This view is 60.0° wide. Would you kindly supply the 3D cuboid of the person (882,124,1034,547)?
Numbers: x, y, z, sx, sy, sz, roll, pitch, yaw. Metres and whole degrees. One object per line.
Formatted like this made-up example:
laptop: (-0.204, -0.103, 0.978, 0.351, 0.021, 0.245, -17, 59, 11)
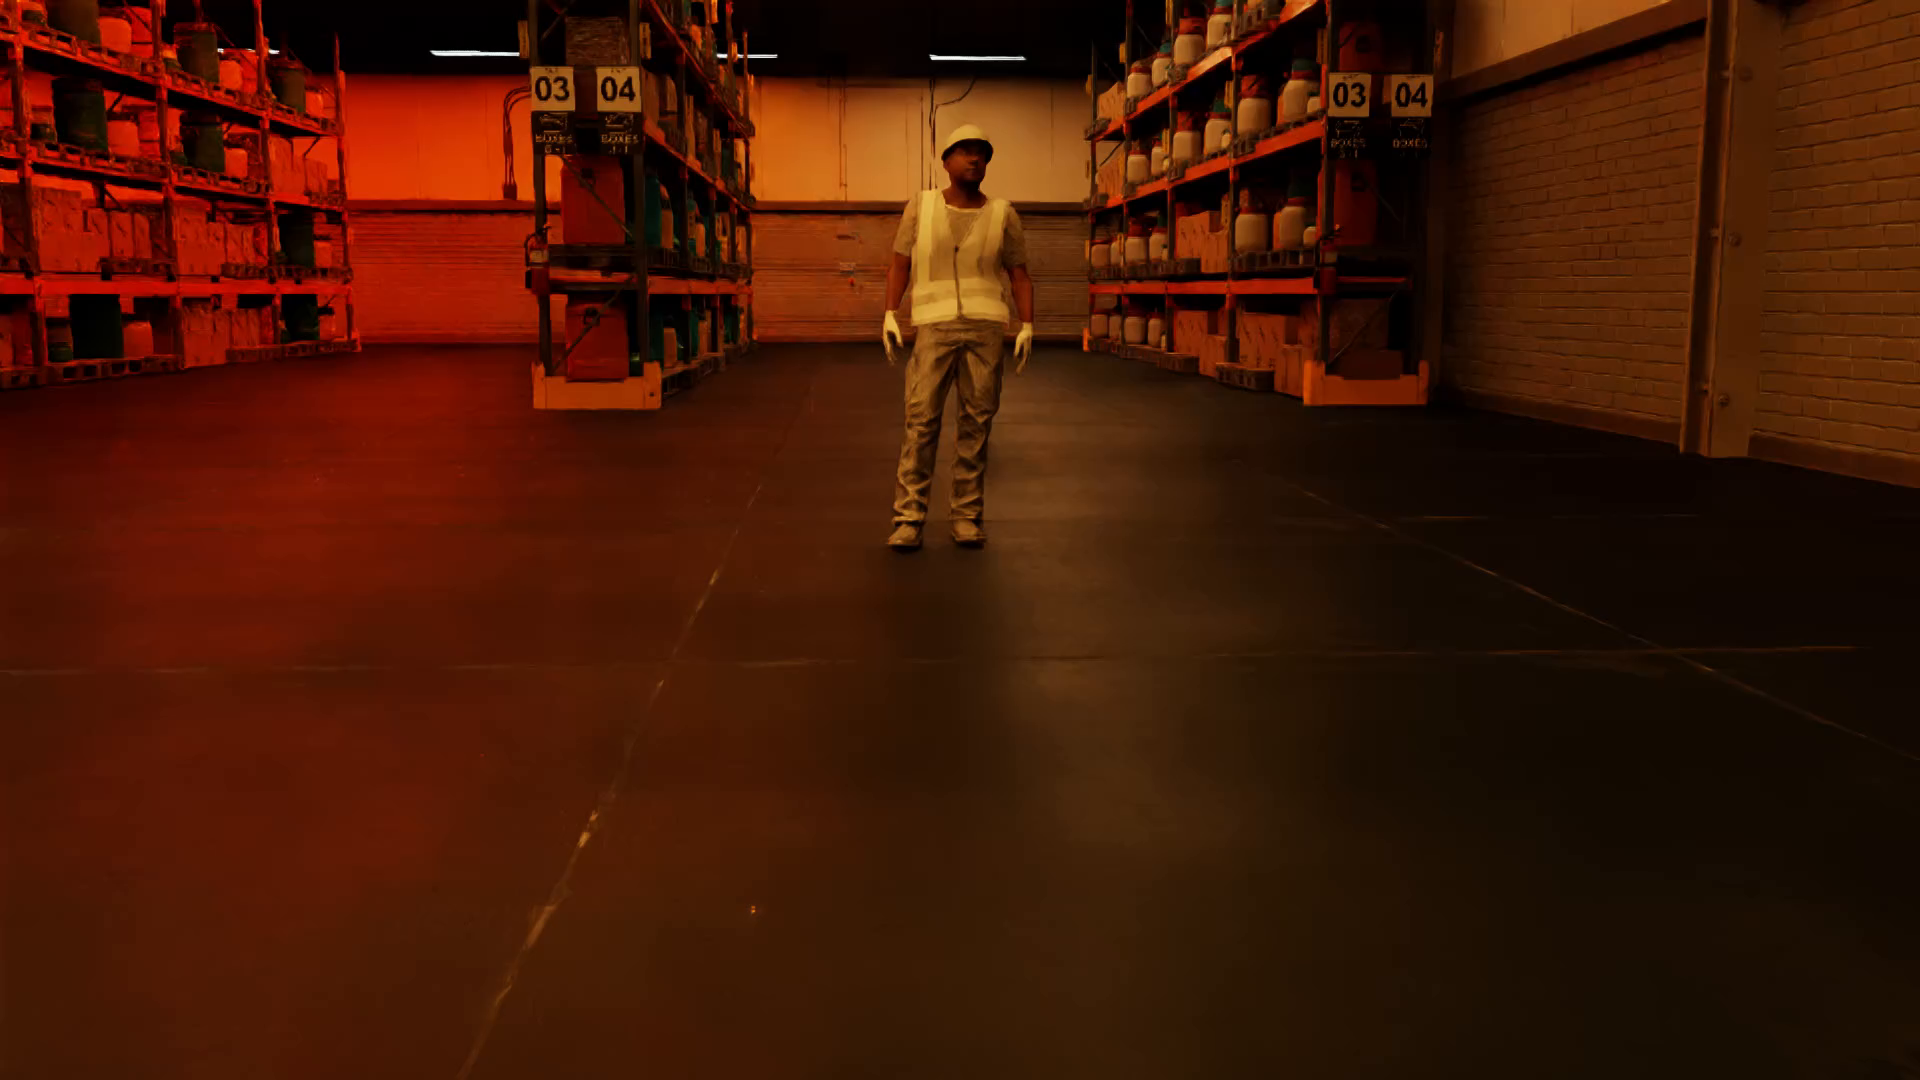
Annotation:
person: (-0.004, -0.878, 7.106, 0.655, 1.782, 0.575, -1, 8, -4)
